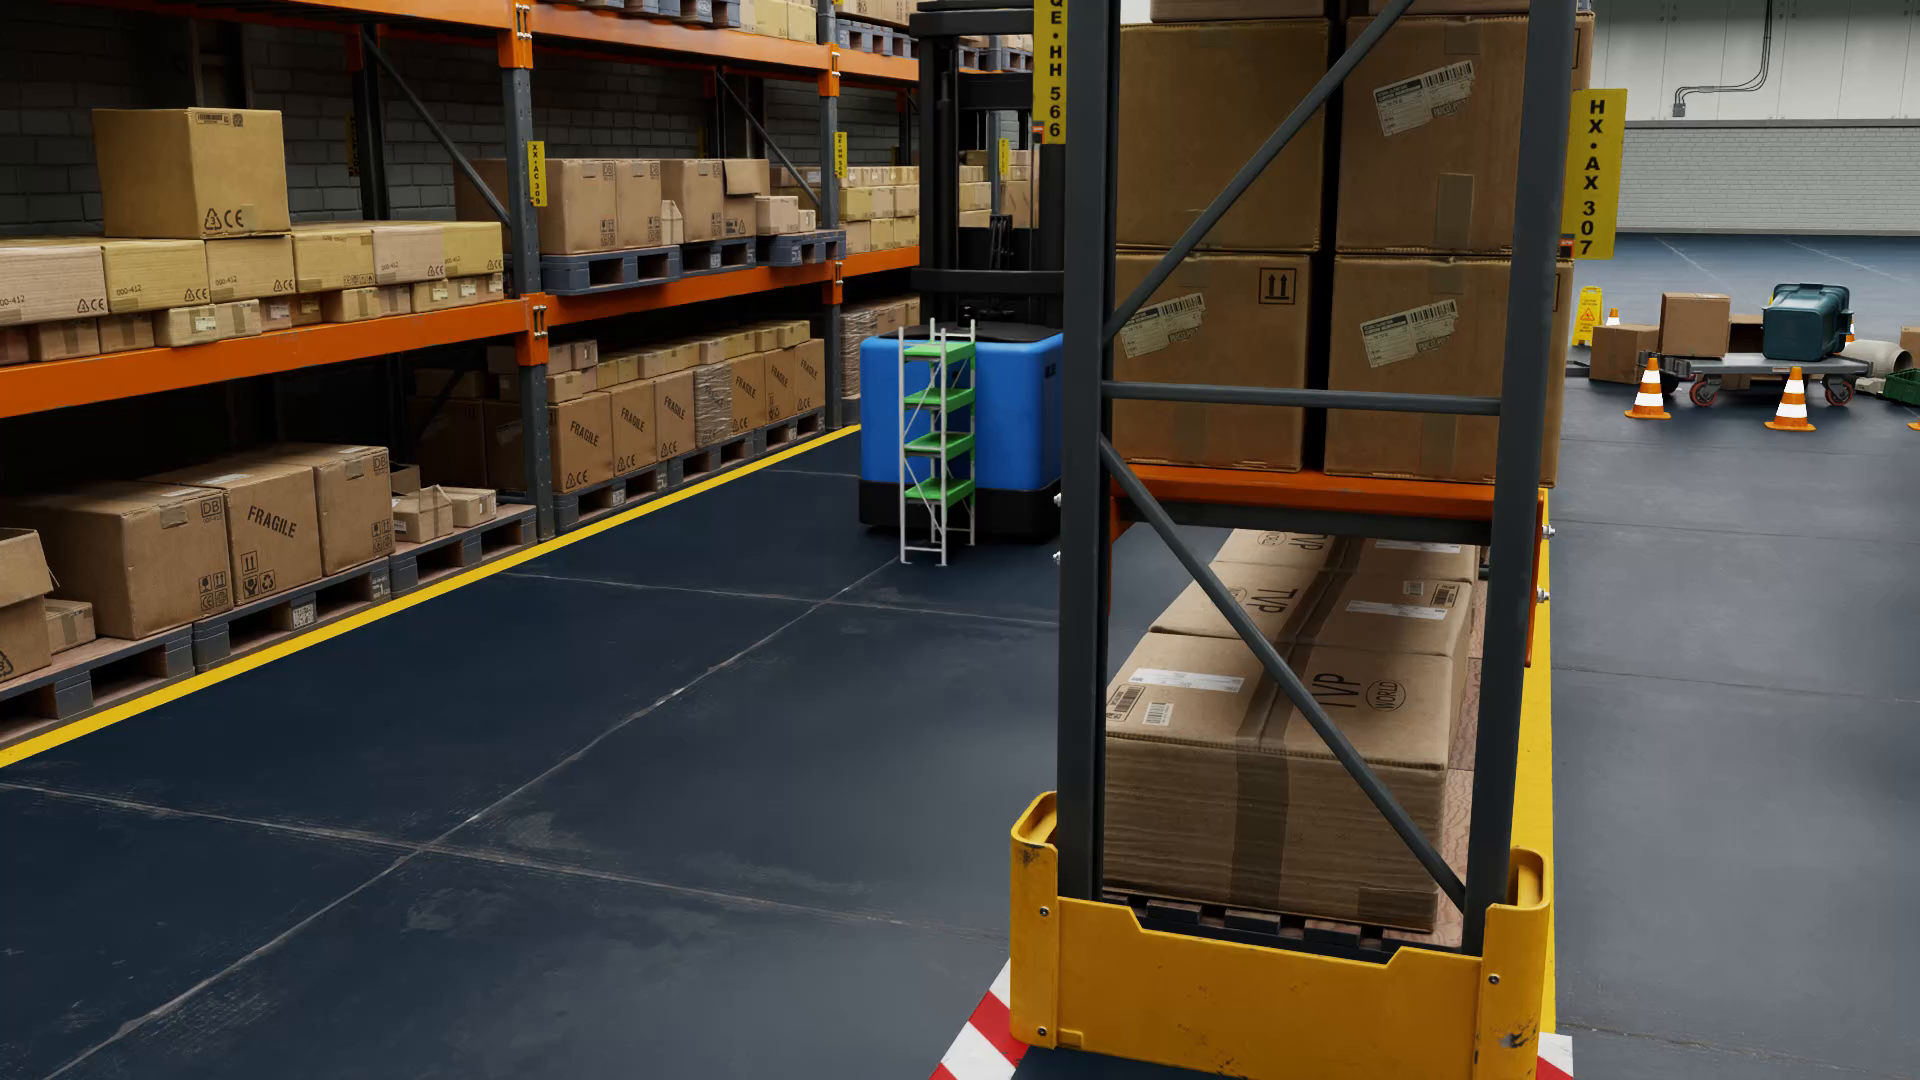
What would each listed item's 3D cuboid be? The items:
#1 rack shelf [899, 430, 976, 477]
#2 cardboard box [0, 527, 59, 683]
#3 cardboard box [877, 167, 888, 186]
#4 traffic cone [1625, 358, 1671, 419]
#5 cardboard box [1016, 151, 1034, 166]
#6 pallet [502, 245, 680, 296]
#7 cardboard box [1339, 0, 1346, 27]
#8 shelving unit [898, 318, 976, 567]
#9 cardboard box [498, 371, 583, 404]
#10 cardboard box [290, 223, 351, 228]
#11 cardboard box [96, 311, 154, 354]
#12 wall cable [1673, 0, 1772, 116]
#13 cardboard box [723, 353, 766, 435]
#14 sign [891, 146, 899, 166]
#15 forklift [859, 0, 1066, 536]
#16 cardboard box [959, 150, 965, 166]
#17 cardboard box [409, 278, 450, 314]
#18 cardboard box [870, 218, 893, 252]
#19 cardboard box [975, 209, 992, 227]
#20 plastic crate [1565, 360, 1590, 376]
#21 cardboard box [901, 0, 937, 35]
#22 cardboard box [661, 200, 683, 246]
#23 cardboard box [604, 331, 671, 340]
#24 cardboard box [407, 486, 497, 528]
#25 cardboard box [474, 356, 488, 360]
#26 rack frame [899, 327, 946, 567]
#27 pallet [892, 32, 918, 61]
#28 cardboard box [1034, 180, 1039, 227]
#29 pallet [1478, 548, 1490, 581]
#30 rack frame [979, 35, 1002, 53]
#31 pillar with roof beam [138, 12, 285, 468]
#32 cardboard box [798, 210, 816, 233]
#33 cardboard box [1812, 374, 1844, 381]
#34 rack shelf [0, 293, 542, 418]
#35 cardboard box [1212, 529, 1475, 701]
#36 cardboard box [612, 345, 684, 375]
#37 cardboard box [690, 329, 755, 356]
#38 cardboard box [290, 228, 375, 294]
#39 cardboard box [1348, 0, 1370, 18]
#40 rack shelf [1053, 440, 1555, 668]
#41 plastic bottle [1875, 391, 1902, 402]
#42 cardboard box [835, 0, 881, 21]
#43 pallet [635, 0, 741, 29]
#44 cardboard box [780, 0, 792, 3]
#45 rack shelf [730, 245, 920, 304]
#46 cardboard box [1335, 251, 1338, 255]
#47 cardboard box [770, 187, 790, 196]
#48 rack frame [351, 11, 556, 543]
[{"bbox_3d":[-0.112,-0.447,8.539,0.258,0.148,0.480,4,13,17],"label":"rack shelf"},{"bbox_3d":[-3.695,0.239,5.868,0.797,0.503,0.637,4,13,16],"label":"cardboard box"},{"bbox_3d":[-0.795,-2.915,13.337,0.380,0.149,0.250,5,14,19],"label":"cardboard box"},{"bbox_3d":[5.522,-1.223,13.307,0.336,0.463,0.334,4,14,18],"label":"traffic cone"},{"bbox_3d":[0.538,-3.897,16.969,0.380,0.149,0.250,5,14,20],"label":"cardboard box"},{"bbox_3d":[-2.326,-1.561,9.517,1.003,0.211,1.213,4,14,18],"label":"pallet"},{"bbox_3d":[0.826,-1.403,4.466,0.380,0.149,0.250,5,14,20],"label":"cardboard box"},{"bbox_3d":[-0.112,-0.510,8.524,0.258,1.200,0.503,4,13,17],"label":"shelving unit"},{"bbox_3d":[-2.320,-0.853,9.199,0.380,0.149,0.250,5,14,21],"label":"cardboard box"},{"bbox_3d":[-3.260,-1.375,7.939,0.500,0.250,0.500,4,14,18],"label":"cardboard box"},{"bbox_3d":[-3.305,-0.799,6.310,0.380,0.149,0.250,5,14,19],"label":"cardboard box"},{"bbox_3d":[21.005,-14.676,45.424,2.305,6.003,0.169,4,14,18],"label":"wall cable"},{"bbox_3d":[-1.666,-1.003,11.314,0.500,0.500,0.500,5,14,21],"label":"cardboard box"},{"bbox_3d":[-0.625,-3.679,16.241,0.100,0.325,0.005,4,14,18],"label":"sign"},{"bbox_3d":[0.378,-1.733,9.994,1.130,2.935,3.031,4,13,17],"label":"forklift"},{"bbox_3d":[-0.162,-3.827,16.664,0.380,0.149,0.250,4,13,17],"label":"cardboard box"},{"bbox_3d":[-2.677,-1.173,7.952,0.380,0.149,0.250,5,14,20],"label":"cardboard box"},{"bbox_3d":[-0.852,-2.444,13.294,0.500,0.250,0.500,4,13,17],"label":"cardboard box"},{"bbox_3d":[-0.015,-2.980,15.642,0.500,0.250,0.500,5,14,20],"label":"cardboard box"},{"bbox_3d":[5.882,-1.670,16.125,0.402,0.080,0.583,0,13,-1],"label":"plastic crate"},{"bbox_3d":[-0.352,-4.519,14.338,0.500,0.311,0.500,4,13,16],"label":"cardboard box"},{"bbox_3d":[-1.876,-1.898,9.921,0.396,0.266,0.258,5,14,21],"label":"cardboard box"},{"bbox_3d":[-2.188,-1.330,11.290,0.380,0.149,0.250,4,13,17],"label":"cardboard box"},{"bbox_3d":[-2.591,-0.170,8.456,0.380,0.149,0.250,4,13,17],"label":"cardboard box"},{"bbox_3d":[-2.691,-1.002,9.853,0.380,0.149,0.250,5,14,19],"label":"cardboard box"},{"bbox_3d":[-0.185,-0.458,8.298,0.240,1.200,0.015,4,13,17],"label":"rack frame"},{"bbox_3d":[-0.900,-4.091,13.856,1.003,0.211,1.213,5,14,21],"label":"pallet"},{"bbox_3d":[0.607,-3.519,17.441,0.500,0.500,0.500,4,14,18],"label":"cardboard box"},{"bbox_3d":[2.188,0.054,8.276,1.003,0.211,1.213,4,14,18],"label":"pallet"},{"bbox_3d":[-0.100,-6.103,15.505,1.000,3.000,0.127,4,14,18],"label":"rack frame"},{"bbox_3d":[0.307,-4.027,6.409,9.100,9.000,0.400,4,14,18],"label":"pillar with roof beam"},{"bbox_3d":[-1.243,-2.252,11.737,0.380,0.149,0.250,5,14,19],"label":"cardboard box"},{"bbox_3d":[8.128,-1.648,15.613,0.396,0.266,0.258,7,15,28],"label":"cardboard box"},{"bbox_3d":[-3.335,-0.722,7.027,1.077,0.370,4.000,4,14,18],"label":"rack shelf"},{"bbox_3d":[1.416,0.220,6.097,0.875,0.438,0.875,4,13,17],"label":"cardboard box"},{"bbox_3d":[-1.957,-1.132,10.423,0.380,0.149,0.250,5,14,20],"label":"cardboard box"},{"bbox_3d":[-1.628,-1.352,11.386,0.380,0.149,0.250,5,14,20],"label":"cardboard box"},{"bbox_3d":[-2.944,-1.230,7.307,0.500,0.250,0.500,4,14,18],"label":"cardboard box"},{"bbox_3d":[1.110,-1.263,3.850,0.380,0.149,0.250,5,14,20],"label":"cardboard box"},{"bbox_3d":[1.363,-0.366,5.465,1.077,0.370,4.000,4,14,18],"label":"rack shelf"},{"bbox_3d":[7.976,-1.221,14.200,0.133,0.061,0.283,-3,13,-11],"label":"plastic bottle"},{"bbox_3d":[-0.929,-4.236,12.671,0.500,0.500,0.500,4,14,19],"label":"cardboard box"},{"bbox_3d":[-2.078,-3.216,10.017,1.213,0.211,1.003,4,14,18],"label":"pallet"},{"bbox_3d":[-1.383,-3.775,11.485,0.380,0.149,0.250,4,13,17],"label":"cardboard box"},{"bbox_3d":[-0.747,-2.407,14.407,1.077,0.370,4.000,4,14,18],"label":"rack shelf"},{"bbox_3d":[0.798,-0.569,4.516,0.500,0.500,0.500,4,13,17],"label":"cardboard box"},{"bbox_3d":[-1.512,-2.621,12.945,0.500,0.250,0.500,5,14,20],"label":"cardboard box"},{"bbox_3d":[-2.688,-1.494,8.792,1.000,3.000,0.127,4,14,18],"label":"rack frame"}]
